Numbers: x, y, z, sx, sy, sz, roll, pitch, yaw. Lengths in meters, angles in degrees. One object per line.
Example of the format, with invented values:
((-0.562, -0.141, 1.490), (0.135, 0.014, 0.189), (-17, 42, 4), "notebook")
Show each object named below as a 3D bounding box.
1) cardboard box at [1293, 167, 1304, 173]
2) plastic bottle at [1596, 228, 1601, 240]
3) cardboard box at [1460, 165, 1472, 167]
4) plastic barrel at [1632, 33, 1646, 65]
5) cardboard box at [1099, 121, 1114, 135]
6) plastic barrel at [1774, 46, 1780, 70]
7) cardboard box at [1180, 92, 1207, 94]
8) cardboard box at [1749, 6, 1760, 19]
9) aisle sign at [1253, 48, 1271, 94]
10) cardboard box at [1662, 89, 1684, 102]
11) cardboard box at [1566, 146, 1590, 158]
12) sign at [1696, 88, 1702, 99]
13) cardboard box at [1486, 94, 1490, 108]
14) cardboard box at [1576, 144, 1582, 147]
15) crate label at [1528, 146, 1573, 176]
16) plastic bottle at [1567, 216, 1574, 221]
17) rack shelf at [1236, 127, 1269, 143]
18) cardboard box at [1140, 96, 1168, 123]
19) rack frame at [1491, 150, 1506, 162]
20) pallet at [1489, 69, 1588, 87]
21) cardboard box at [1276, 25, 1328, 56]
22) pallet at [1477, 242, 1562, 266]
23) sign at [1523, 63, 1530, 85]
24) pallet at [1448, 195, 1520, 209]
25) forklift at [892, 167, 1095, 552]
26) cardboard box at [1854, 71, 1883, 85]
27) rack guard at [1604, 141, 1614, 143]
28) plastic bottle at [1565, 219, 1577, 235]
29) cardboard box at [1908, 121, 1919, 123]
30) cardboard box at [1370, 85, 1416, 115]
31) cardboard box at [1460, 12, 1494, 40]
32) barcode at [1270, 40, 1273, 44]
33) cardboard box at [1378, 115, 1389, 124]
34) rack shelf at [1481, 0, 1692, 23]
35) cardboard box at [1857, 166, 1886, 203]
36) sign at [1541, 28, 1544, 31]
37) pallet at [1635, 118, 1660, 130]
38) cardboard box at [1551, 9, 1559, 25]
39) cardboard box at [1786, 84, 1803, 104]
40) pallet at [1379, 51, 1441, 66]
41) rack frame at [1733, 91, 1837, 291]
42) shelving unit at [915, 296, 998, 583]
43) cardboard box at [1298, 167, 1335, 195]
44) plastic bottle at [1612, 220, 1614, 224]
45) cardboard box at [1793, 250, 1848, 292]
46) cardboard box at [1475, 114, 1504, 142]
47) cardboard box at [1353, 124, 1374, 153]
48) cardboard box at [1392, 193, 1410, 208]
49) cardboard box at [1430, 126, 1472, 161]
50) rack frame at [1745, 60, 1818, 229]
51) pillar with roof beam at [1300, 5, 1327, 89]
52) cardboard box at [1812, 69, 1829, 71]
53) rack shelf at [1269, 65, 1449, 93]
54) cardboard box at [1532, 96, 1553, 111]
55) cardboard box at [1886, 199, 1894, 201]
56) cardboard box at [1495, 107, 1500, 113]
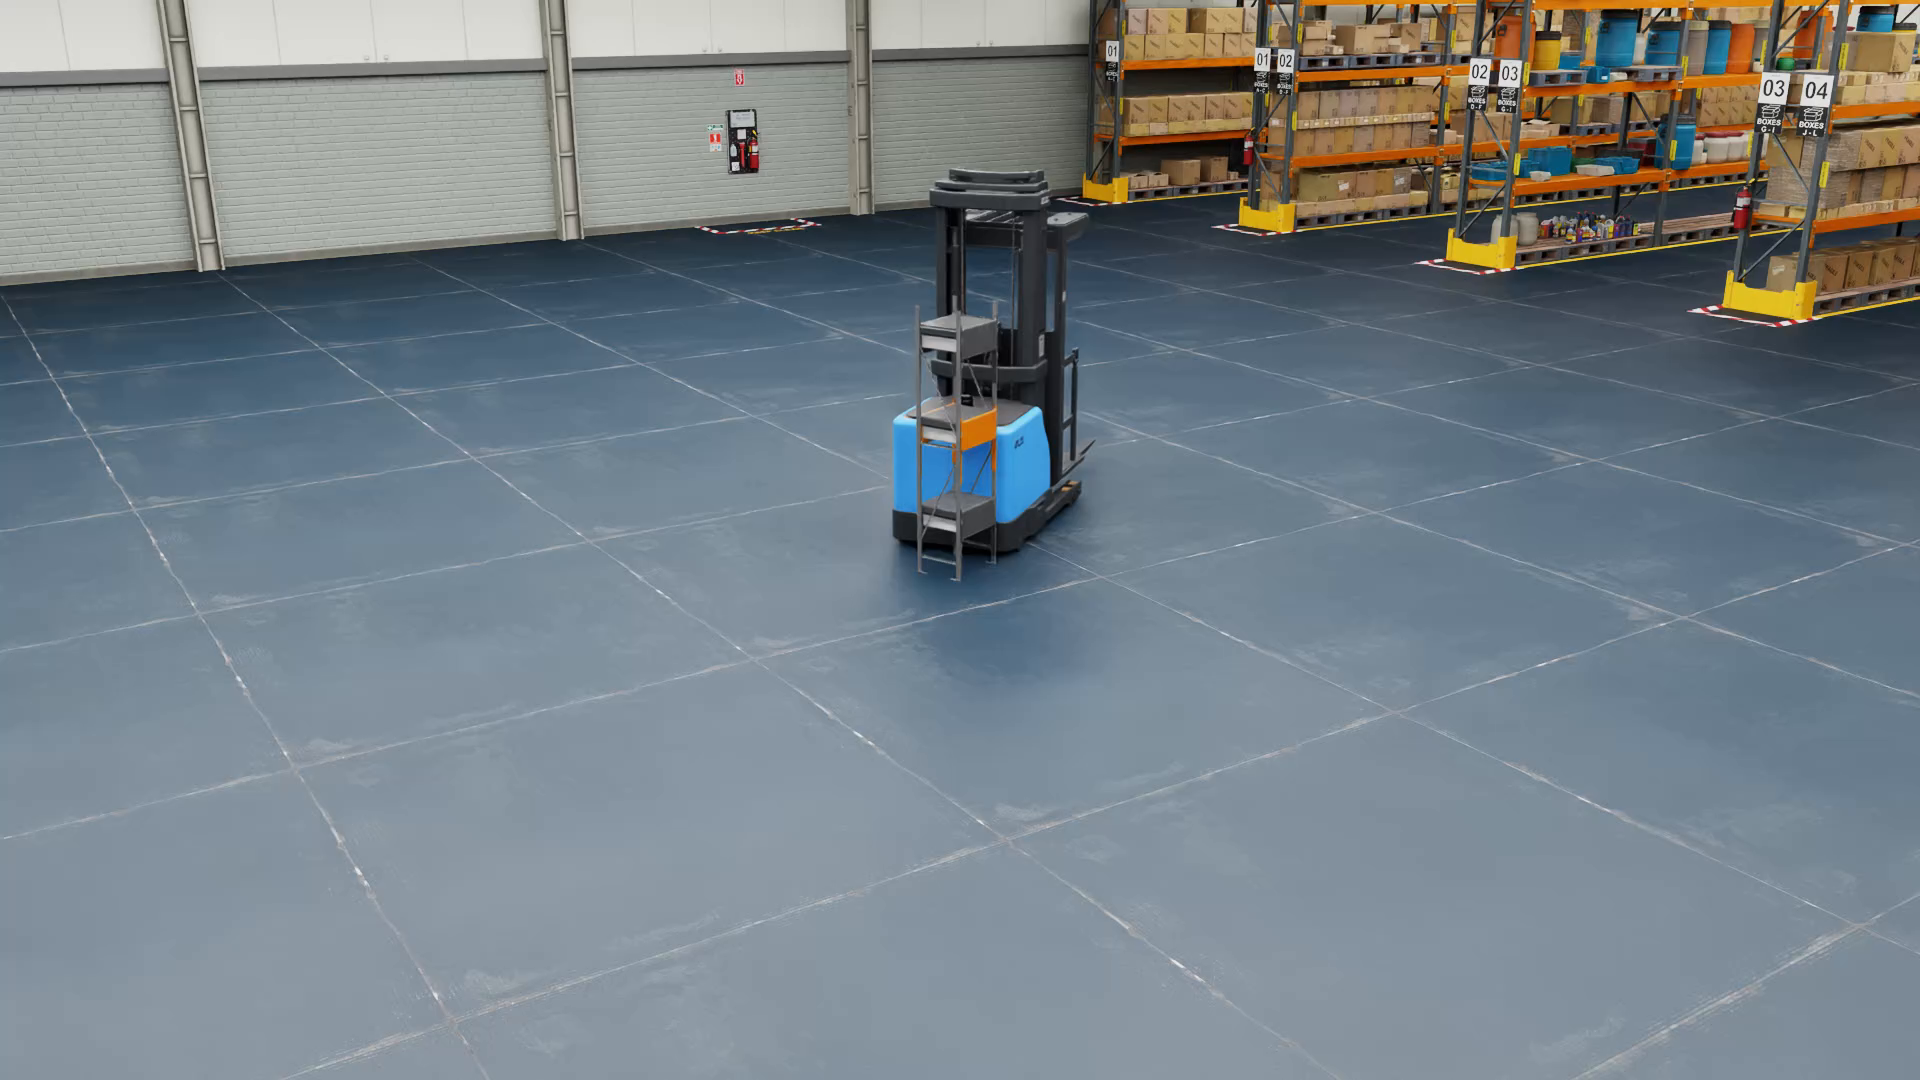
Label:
((7.325, -8.519, 37.476), (0.500, 0.500, 0.700), (-12, 22, -32), "cardboard box")
((10.733, -5.152, 27.983), (0.097, 0.201, 0.097), (0, 19, 0), "plastic bottle")
((10.494, -7.510, 34.037), (0.500, 0.311, 0.500), (-12, 22, -32), "cardboard box")
((11.296, -8.256, 27.967), (0.421, 0.512, 0.421), (0, 19, 0), "plastic barrel")
((3.258, -8.624, 34.774), (0.500, 0.250, 0.500), (-12, 22, -31), "cardboard box")
((14.677, -8.812, 30.268), (0.421, 0.512, 0.421), (0, 19, 0), "plastic barrel")
((4.954, -9.346, 35.739), (0.500, 0.500, 0.500), (-11, 22, -30), "cardboard box")
((17.353, -11.647, 37.112), (0.500, 0.500, 0.700), (-12, 22, -31), "cardboard box")
((5.486, -8.526, 30.221), (0.004, 0.787, 0.394), (-12, 22, -31), "aisle sign")
((16.004, -10.020, 36.983), (0.500, 0.500, 0.500), (-12, 22, -31), "cardboard box")
((13.080, -8.254, 35.522), (0.500, 0.250, 0.500), (-11, 22, -29), "cardboard box")
((16.032, -9.742, 36.068), (0.005, 0.325, 0.100), (-12, 22, -31), "sign")
((12.329, -10.622, 39.828), (0.500, 0.500, 0.500), (-12, 22, -31), "cardboard box")
((15.390, -10.146, 42.321), (0.500, 0.500, 0.700), (-12, 22, -32), "cardboard box")
((9.812, -6.315, 27.685), (0.616, 0.435, 0.502), (-12, 22, -31), "crate label")
((10.543, -5.445, 28.723), (0.133, 0.283, 0.061), (-11, 21, -29), "plastic bottle")
((7.986, -9.268, 37.597), (4.000, 0.370, 1.077), (-12, 22, -31), "rack shelf")
((3.957, -8.933, 34.517), (0.500, 0.500, 0.500), (-12, 22, -31), "cardboard box")
((12.997, -10.665, 40.608), (0.127, 3.000, 1.000), (-12, 22, -31), "rack frame")
((9.168, -7.353, 26.421), (1.213, 0.211, 1.003), (-12, 22, -31), "pallet")
((6.184, -9.062, 30.148), (0.637, 0.503, 0.797), (-10, 21, -28), "cardboard box")
((9.142, -4.748, 27.460), (1.213, 0.211, 1.003), (-12, 22, -31), "pallet")
((8.722, -7.179, 25.598), (0.005, 0.325, 0.100), (-12, 22, -31), "sign")
((10.656, -6.967, 34.024), (1.213, 0.211, 1.003), (-12, 22, -31), "pallet")
((0.443, -1.730, 14.287), (1.130, 2.935, 3.031), (7, 20, 20), "forklift")
((12.184, -6.228, 22.413), (0.250, 0.149, 0.380), (-11, 22, -29), "cardboard box")
((16.357, -10.190, 43.105), (0.348, 0.500, 1.175), (-12, 22, -31), "rack guard")
((10.451, -5.350, 28.451), (0.135, 0.276, 0.152), (-12, 22, -31), "plastic bottle")
((13.847, -5.702, 23.746), (0.500, 0.500, 0.500), (-12, 22, -31), "cardboard box")
((8.254, -8.425, 31.799), (0.500, 0.500, 0.700), (-12, 22, -32), "cardboard box")
((10.042, -10.040, 32.484), (0.500, 0.500, 0.500), (-10, 21, -26), "cardboard box")
((5.689, -9.105, 30.404), (0.075, 0.075, 0.001), (-12, 22, -31), "barcode")
((7.872, -7.958, 31.431), (0.250, 0.149, 0.380), (-11, 22, -30), "cardboard box")
((10.093, -8.566, 26.778), (4.000, 0.370, 1.077), (-12, 22, -31), "rack shelf")
((12.415, -5.051, 23.382), (0.500, 0.500, 0.875), (-12, 22, -31), "cardboard box")
((12.087, -10.448, 34.474), (0.005, 0.325, 0.100), (-12, 22, -31), "sign")
((14.997, -9.138, 36.392), (1.213, 0.211, 1.003), (-12, 22, -31), "pallet")
((14.172, -12.759, 40.371), (0.500, 0.500, 0.500), (-12, 22, -33), "cardboard box")
((11.410, -6.080, 22.595), (0.500, 0.250, 0.500), (-11, 22, -30), "cardboard box")
((8.345, -9.154, 31.592), (1.213, 0.211, 1.003), (-12, 22, -31), "pallet")
((11.147, -4.577, 22.599), (0.127, 3.000, 1.000), (-12, 22, -31), "rack frame")
((-0.024, -0.769, 12.740), (0.431, 2.100, 0.503), (12, 22, 32), "shelving unit")
((6.813, -6.833, 31.739), (0.500, 0.500, 0.500), (-12, 22, -31), "cardboard box")
((11.122, -5.335, 28.408), (0.135, 0.276, 0.152), (-12, 22, -31), "plastic bottle")
((12.158, -3.812, 23.583), (0.500, 0.500, 0.500), (-6, 20, -17), "cardboard box")
((10.551, -8.291, 33.429), (0.500, 0.500, 0.500), (-12, 22, -31), "cardboard box")
((7.390, -7.627, 31.465), (0.500, 0.500, 0.700), (-11, 22, -30), "cardboard box")
((8.353, -6.603, 32.229), (0.500, 0.250, 0.500), (-12, 22, -31), "cardboard box")
((11.784, -9.539, 39.978), (0.750, 0.750, 0.750), (-11, 22, -30), "cardboard box")
((15.105, -7.311, 30.686), (0.127, 3.000, 1.000), (-12, 22, -31), "rack frame")
((10.462, -11.654, 34.164), (0.400, 9.000, 9.100), (-12, 22, -31), "pillar with roof beam")
((11.854, -6.391, 22.892), (0.250, 0.149, 0.380), (-12, 22, -31), "cardboard box")
((7.372, -8.660, 31.116), (4.000, 0.370, 1.077), (-12, 22, -31), "rack shelf")
((14.071, -11.026, 41.206), (0.700, 0.700, 0.980), (-13, 22, -33), "cardboard box")
((12.958, -4.762, 23.539), (0.250, 0.149, 0.380), (-12, 22, -31), "cardboard box")
((12.870, -10.420, 40.245), (0.250, 0.149, 0.380), (-12, 22, -31), "cardboard box")
